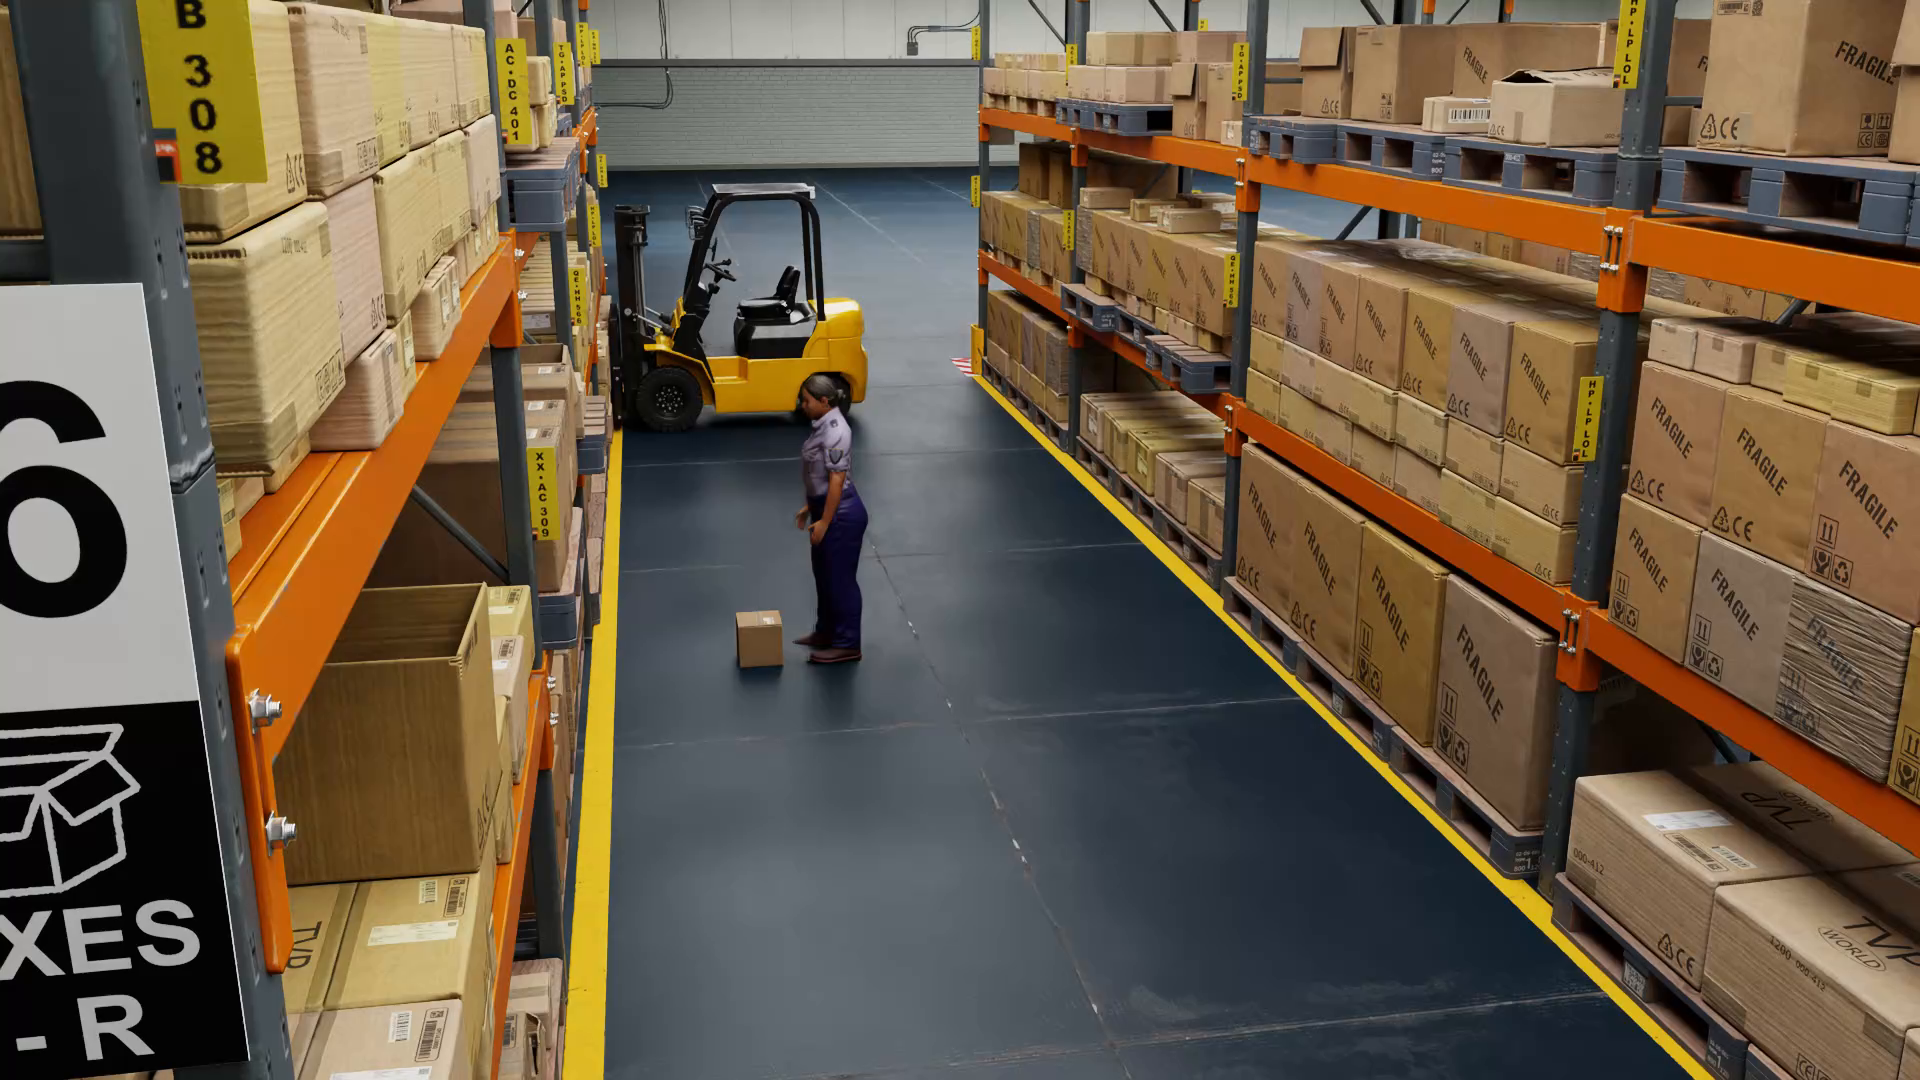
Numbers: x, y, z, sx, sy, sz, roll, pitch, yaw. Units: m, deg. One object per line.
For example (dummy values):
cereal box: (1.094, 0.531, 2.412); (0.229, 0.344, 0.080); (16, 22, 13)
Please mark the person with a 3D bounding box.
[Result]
person: (-0.745, -0.122, 9.501); (0.411, 1.676, 0.527); (-3, 17, -10)
